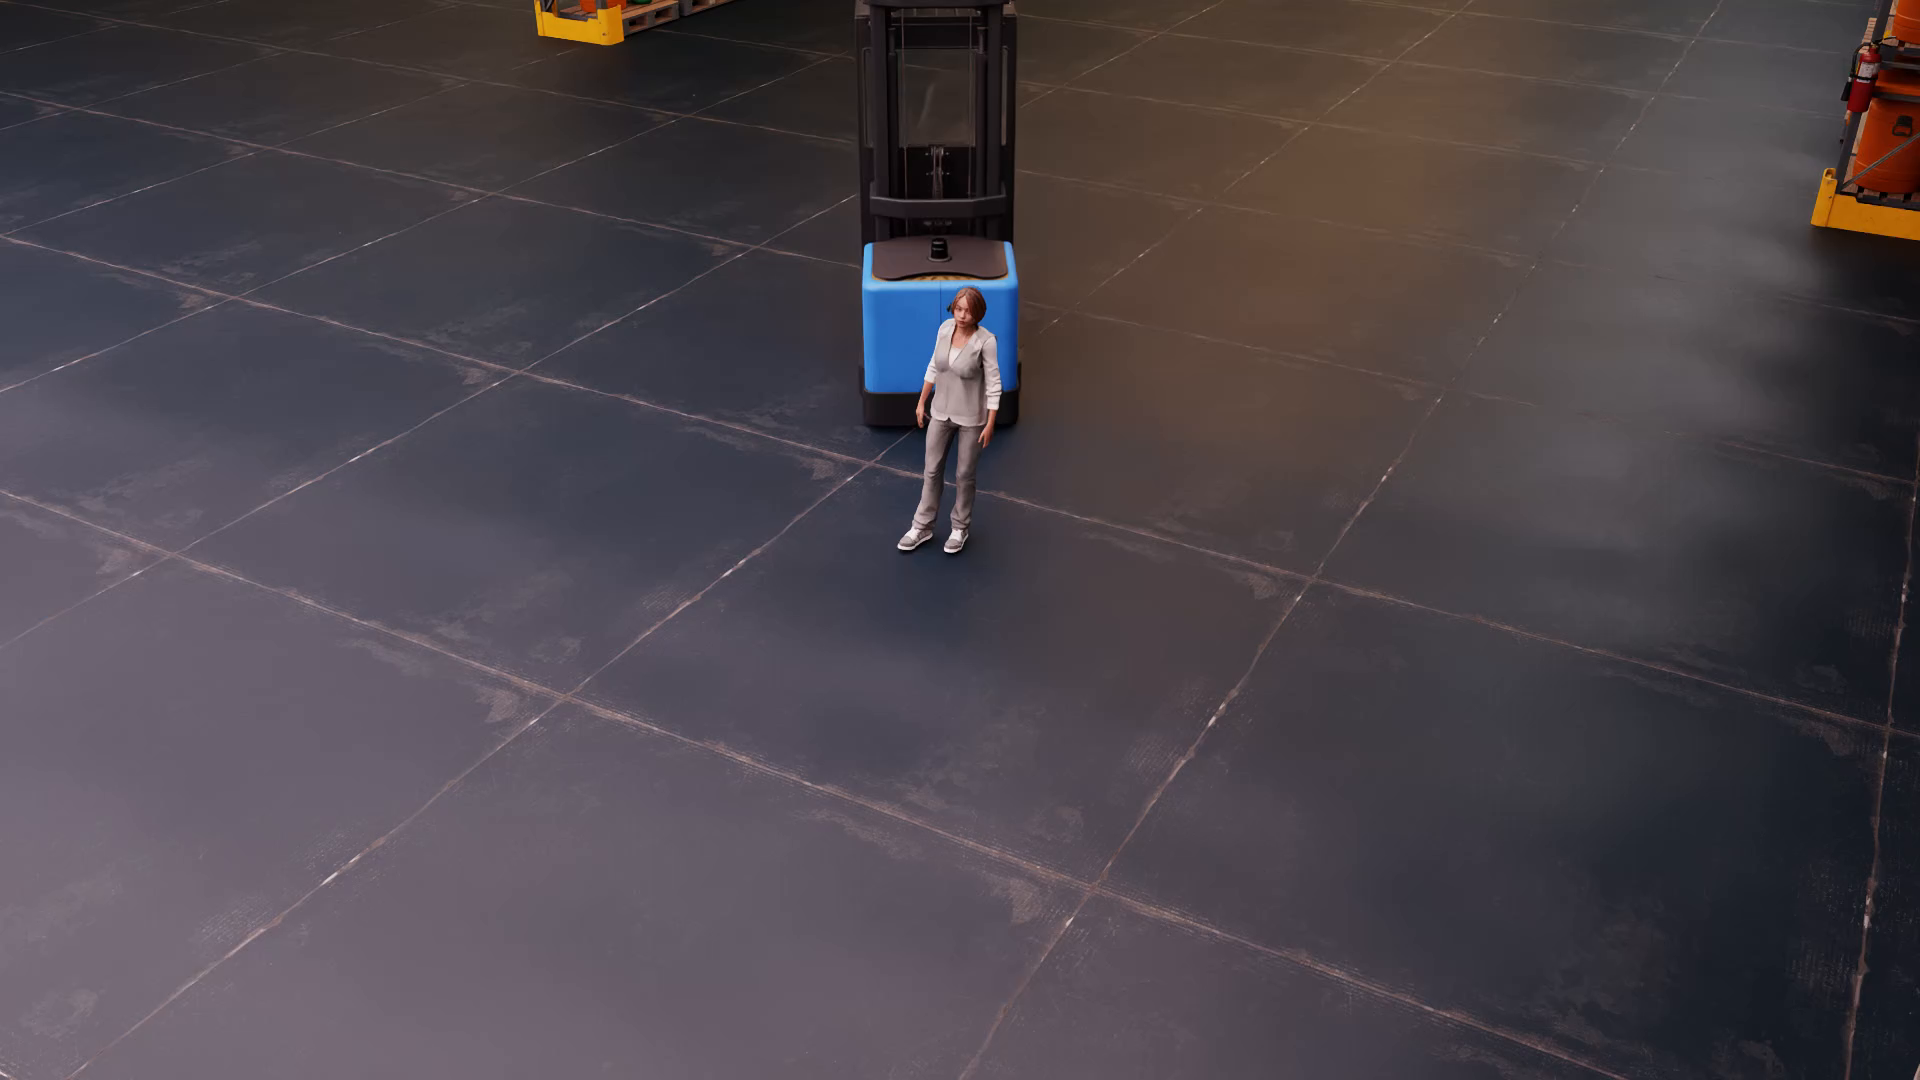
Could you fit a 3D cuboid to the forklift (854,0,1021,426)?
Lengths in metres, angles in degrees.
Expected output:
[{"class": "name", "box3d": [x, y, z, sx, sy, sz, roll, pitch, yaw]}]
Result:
[{"class": "forklift", "box3d": [-0.170, -2.738, 11.815, 1.130, 2.935, 3.031, -1, 30, -2]}]

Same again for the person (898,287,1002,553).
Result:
[{"class": "person", "box3d": [-0.048, -0.669, 9.550, 0.521, 1.596, 0.475, 15, 33, 25]}]
